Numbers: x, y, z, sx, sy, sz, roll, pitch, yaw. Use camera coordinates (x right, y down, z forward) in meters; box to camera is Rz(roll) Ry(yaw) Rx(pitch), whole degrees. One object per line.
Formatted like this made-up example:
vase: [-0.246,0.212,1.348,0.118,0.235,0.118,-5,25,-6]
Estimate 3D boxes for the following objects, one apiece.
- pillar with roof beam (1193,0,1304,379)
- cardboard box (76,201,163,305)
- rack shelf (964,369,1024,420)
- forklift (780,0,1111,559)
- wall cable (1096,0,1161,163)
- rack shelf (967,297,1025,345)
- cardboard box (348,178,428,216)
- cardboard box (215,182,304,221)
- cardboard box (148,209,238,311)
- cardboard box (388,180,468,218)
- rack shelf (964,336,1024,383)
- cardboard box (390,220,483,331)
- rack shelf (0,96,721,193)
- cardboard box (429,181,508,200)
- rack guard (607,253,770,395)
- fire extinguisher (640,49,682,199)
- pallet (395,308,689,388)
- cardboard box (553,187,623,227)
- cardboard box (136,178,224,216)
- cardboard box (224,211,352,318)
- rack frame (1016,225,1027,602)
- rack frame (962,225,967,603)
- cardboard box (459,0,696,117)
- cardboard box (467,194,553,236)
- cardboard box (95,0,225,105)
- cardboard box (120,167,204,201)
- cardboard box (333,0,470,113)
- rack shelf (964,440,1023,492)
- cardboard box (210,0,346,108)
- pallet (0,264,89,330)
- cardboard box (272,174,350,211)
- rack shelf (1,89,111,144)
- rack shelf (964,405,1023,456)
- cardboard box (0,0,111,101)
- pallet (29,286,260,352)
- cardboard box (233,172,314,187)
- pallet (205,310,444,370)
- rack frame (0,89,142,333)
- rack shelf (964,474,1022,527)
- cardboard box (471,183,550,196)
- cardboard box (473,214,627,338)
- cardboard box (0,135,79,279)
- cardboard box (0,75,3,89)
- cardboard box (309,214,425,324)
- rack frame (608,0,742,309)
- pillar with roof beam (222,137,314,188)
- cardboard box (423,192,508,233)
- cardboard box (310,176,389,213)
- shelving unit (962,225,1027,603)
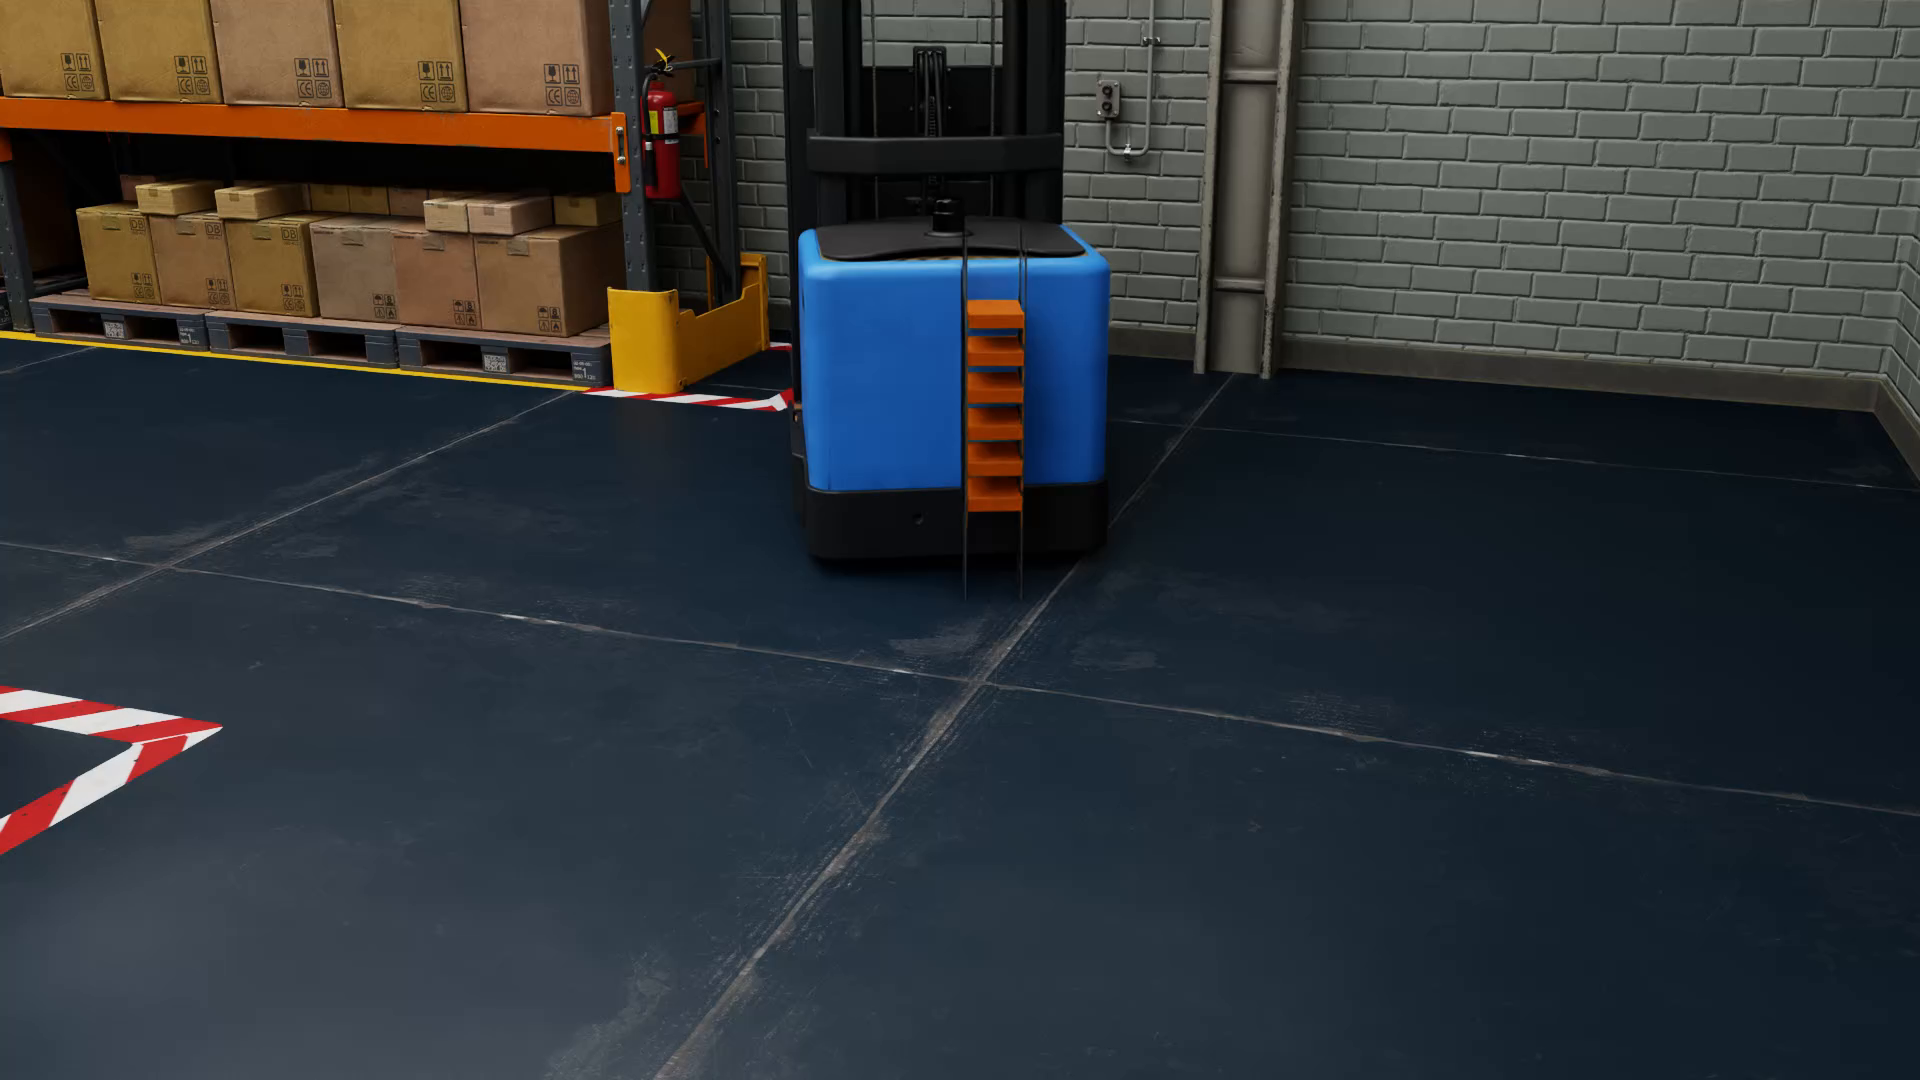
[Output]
pillar with roof beam: [0.022,-3.794,3.288,0.400,9.000,9.100,7,20,18]
cardboard box: [-4.505,-1.659,9.439,0.500,0.500,0.700,7,20,19]
rack shelf: [0.107,-0.472,5.379,0.180,0.103,0.258,-1,19,-2]
forklift: [-0.168,-1.760,6.674,1.130,2.935,3.031,-2,19,-6]
wall cable: [0.121,-2.958,8.460,1.851,1.984,0.084,7,20,18]
rack shelf: [0.107,-0.699,5.300,0.180,0.103,0.258,-1,19,-2]
cardboard box: [-3.108,-1.876,9.075,0.250,0.149,0.380,7,20,19]
cardboard box: [-3.748,-1.816,8.902,0.250,0.149,0.380,6,20,17]
cardboard box: [-4.032,-1.604,9.280,0.500,0.500,0.700,6,20,18]
cardboard box: [-2.865,-1.848,8.996,0.250,0.149,0.380,7,20,19]
rack shelf: [0.107,-0.586,5.339,0.180,0.103,0.258,-1,19,-2]
cardboard box: [-2.566,-1.438,8.805,0.500,0.500,0.700,6,20,18]
rack shelf: [-3.289,-2.198,8.919,4.000,0.370,1.077,7,20,18]
cardboard box: [-2.625,-1.821,8.918,0.250,0.149,0.380,7,20,19]
rack guard: [-1.377,-1.139,8.584,0.348,0.500,1.175,7,20,18]
fire extinguisher: [-1.408,-1.950,7.796,0.183,0.674,0.296,7,20,18]
pallet: [-2.180,-1.067,8.817,1.213,0.211,1.003,7,20,18]
cardboard box: [-1.910,-1.739,8.683,0.250,0.149,0.380,7,20,18]
cardboard box: [-4.241,-1.872,9.063,0.250,0.149,0.380,7,20,20]
cardboard box: [-3.547,-1.548,9.119,0.500,0.500,0.700,7,20,19]
rack frame: [0.198,-0.402,5.407,0.006,1.200,0.240,-1,19,-2]
rack frame: [0.016,-0.400,5.400,0.006,1.200,0.240,-1,19,-2]
cardboard box: [-1.884,-2.516,8.280,0.700,0.700,0.980,7,21,21]
cardboard box: [-2.274,-1.648,8.421,0.250,0.149,0.380,6,20,17]
cardboard box: [-3.983,-2.751,8.957,0.700,0.700,0.980,6,20,17]
cardboard box: [-4.577,-2.043,9.554,0.250,0.149,0.380,6,20,18]
cardboard box: [-2.575,-2.591,8.496,0.700,0.700,0.980,6,20,18]
rack shelf: [0.107,-0.246,5.458,0.180,0.103,0.258,-1,19,-2]
cardboard box: [-3.292,-2.676,8.740,0.700,0.700,0.980,6,20,15]
pallet: [-5.931,-1.497,10.051,1.213,0.211,1.003,7,20,18]
cardboard box: [-3.591,-1.931,9.233,0.250,0.149,0.380,7,20,19]
rack shelf: [-7.067,-2.630,10.158,4.000,0.370,1.077,7,20,18]
rack shelf: [0.107,-0.359,5.418,0.180,0.103,0.258,-1,19,-2]
cardboard box: [-4.671,-2.832,9.188,0.700,0.700,0.980,7,20,19]
pallet: [-4.485,-1.331,9.574,1.213,0.211,1.003,7,20,18]
cardboard box: [-3.829,-1.959,9.312,0.250,0.149,0.380,6,20,16]
pallet: [-3.329,-1.200,9.197,1.213,0.211,1.003,7,20,18]
rack frame: [-5.178,-2.754,9.420,0.127,3.000,1.000,7,20,18]
rack shelf: [0.107,-0.132,5.497,0.180,0.103,0.258,-1,19,-2]
cardboard box: [-2.388,-1.794,8.840,0.250,0.149,0.380,7,20,18]
cardboard box: [-2.093,-1.384,8.650,0.500,0.500,0.700,7,20,18]
cardboard box: [-5.834,-1.967,9.790,0.750,0.750,0.750,7,20,19]
cardboard box: [-5.590,-2.593,9.310,0.250,0.149,0.380,7,20,19]
cardboard box: [-3.041,-1.493,8.961,0.500,0.500,0.700,6,20,16]
rack frame: [-1.399,-2.322,8.180,0.127,3.000,1.000,7,20,18]
pillar with roof beam: [-5.645,-4.442,5.147,0.400,9.000,9.100,7,20,18]
cardboard box: [-2.516,-1.675,8.499,0.250,0.149,0.380,7,20,20]
cardboard box: [-3.347,-1.903,9.154,0.250,0.149,0.380,6,20,17]
shelving unit: [0.107,-0.401,5.403,0.189,1.200,0.258,-1,19,-2]
